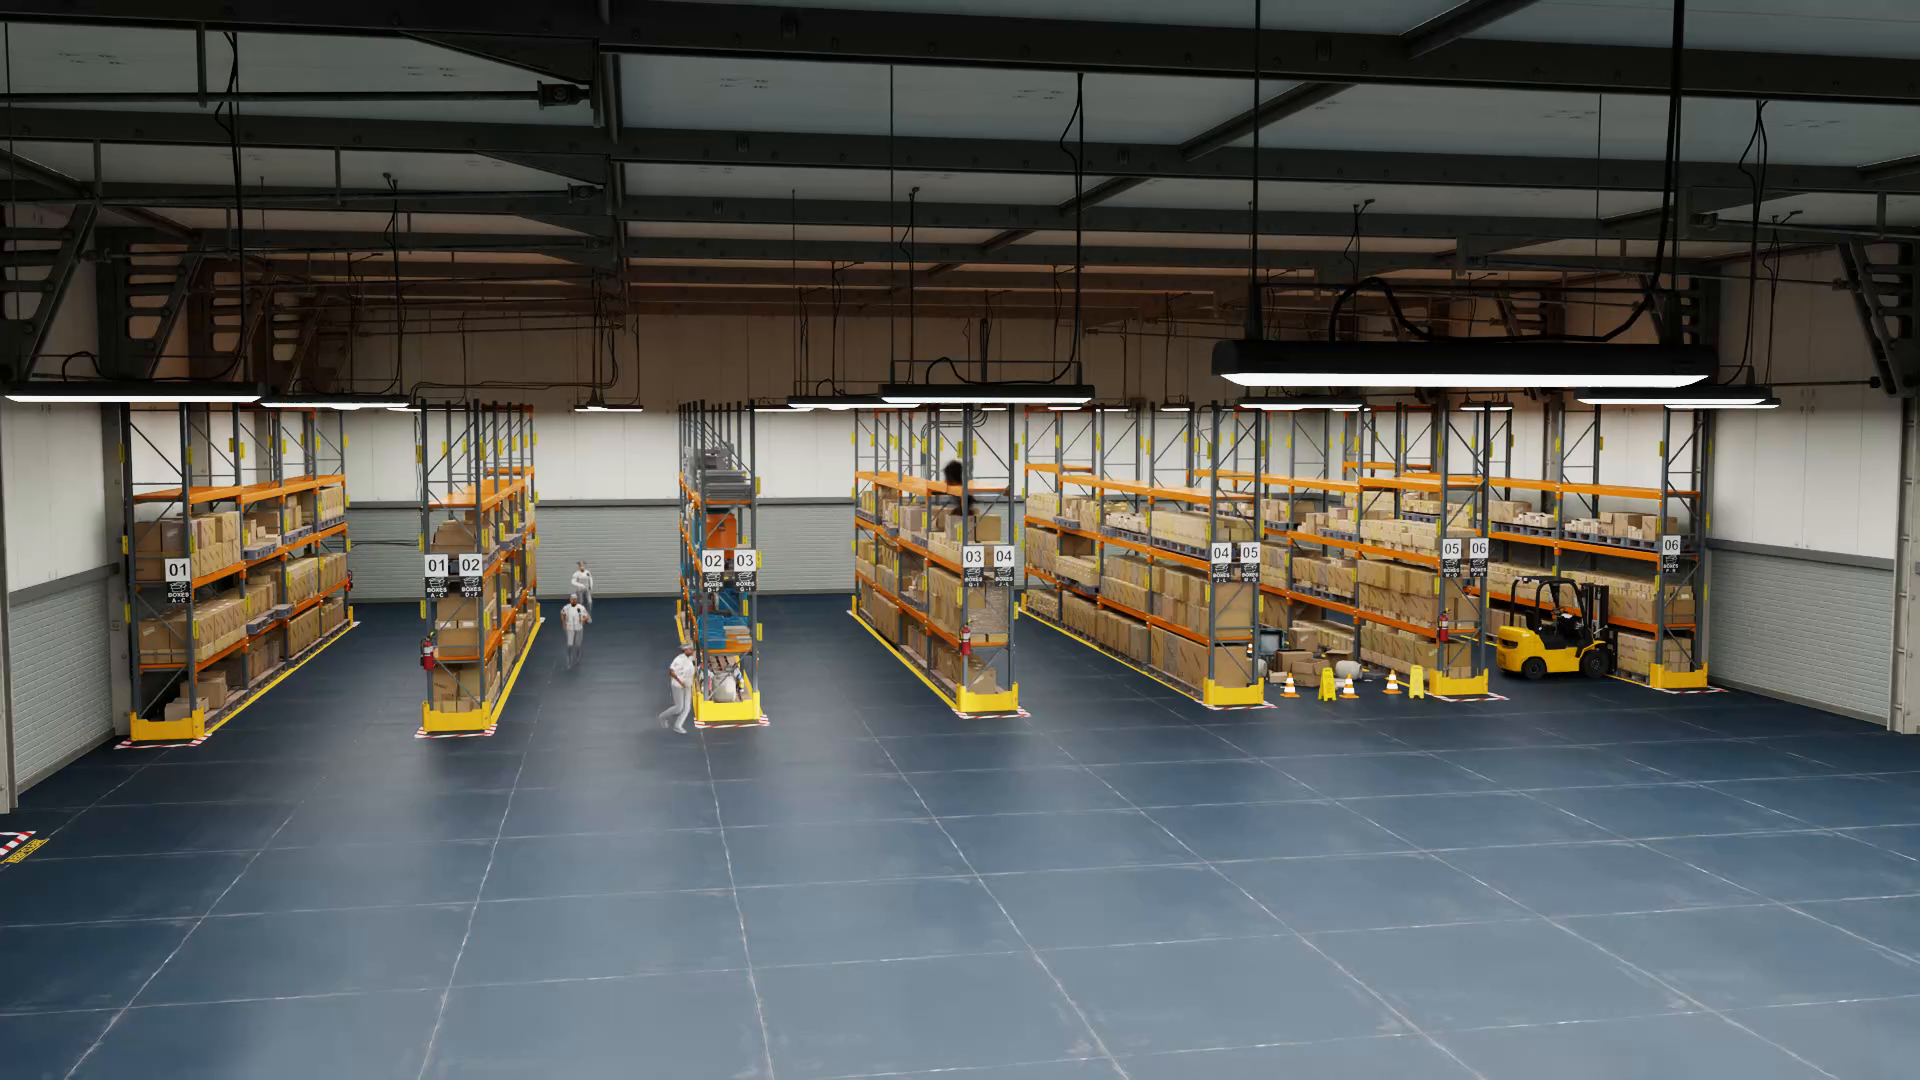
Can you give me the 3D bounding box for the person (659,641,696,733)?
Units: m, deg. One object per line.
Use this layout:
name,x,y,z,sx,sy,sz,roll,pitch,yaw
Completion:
person,-5.067,2.646,30.136,0.620,1.657,0.590,3,5,36

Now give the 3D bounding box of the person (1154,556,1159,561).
person,5.575,1.251,47.408,0.909,1.722,0.741,2,5,26

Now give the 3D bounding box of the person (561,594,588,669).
person,-8.727,2.032,37.674,0.608,1.638,0.717,-1,4,-14

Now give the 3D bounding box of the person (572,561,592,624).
person,-10.376,1.427,45.706,0.599,1.721,0.779,-2,5,-27
